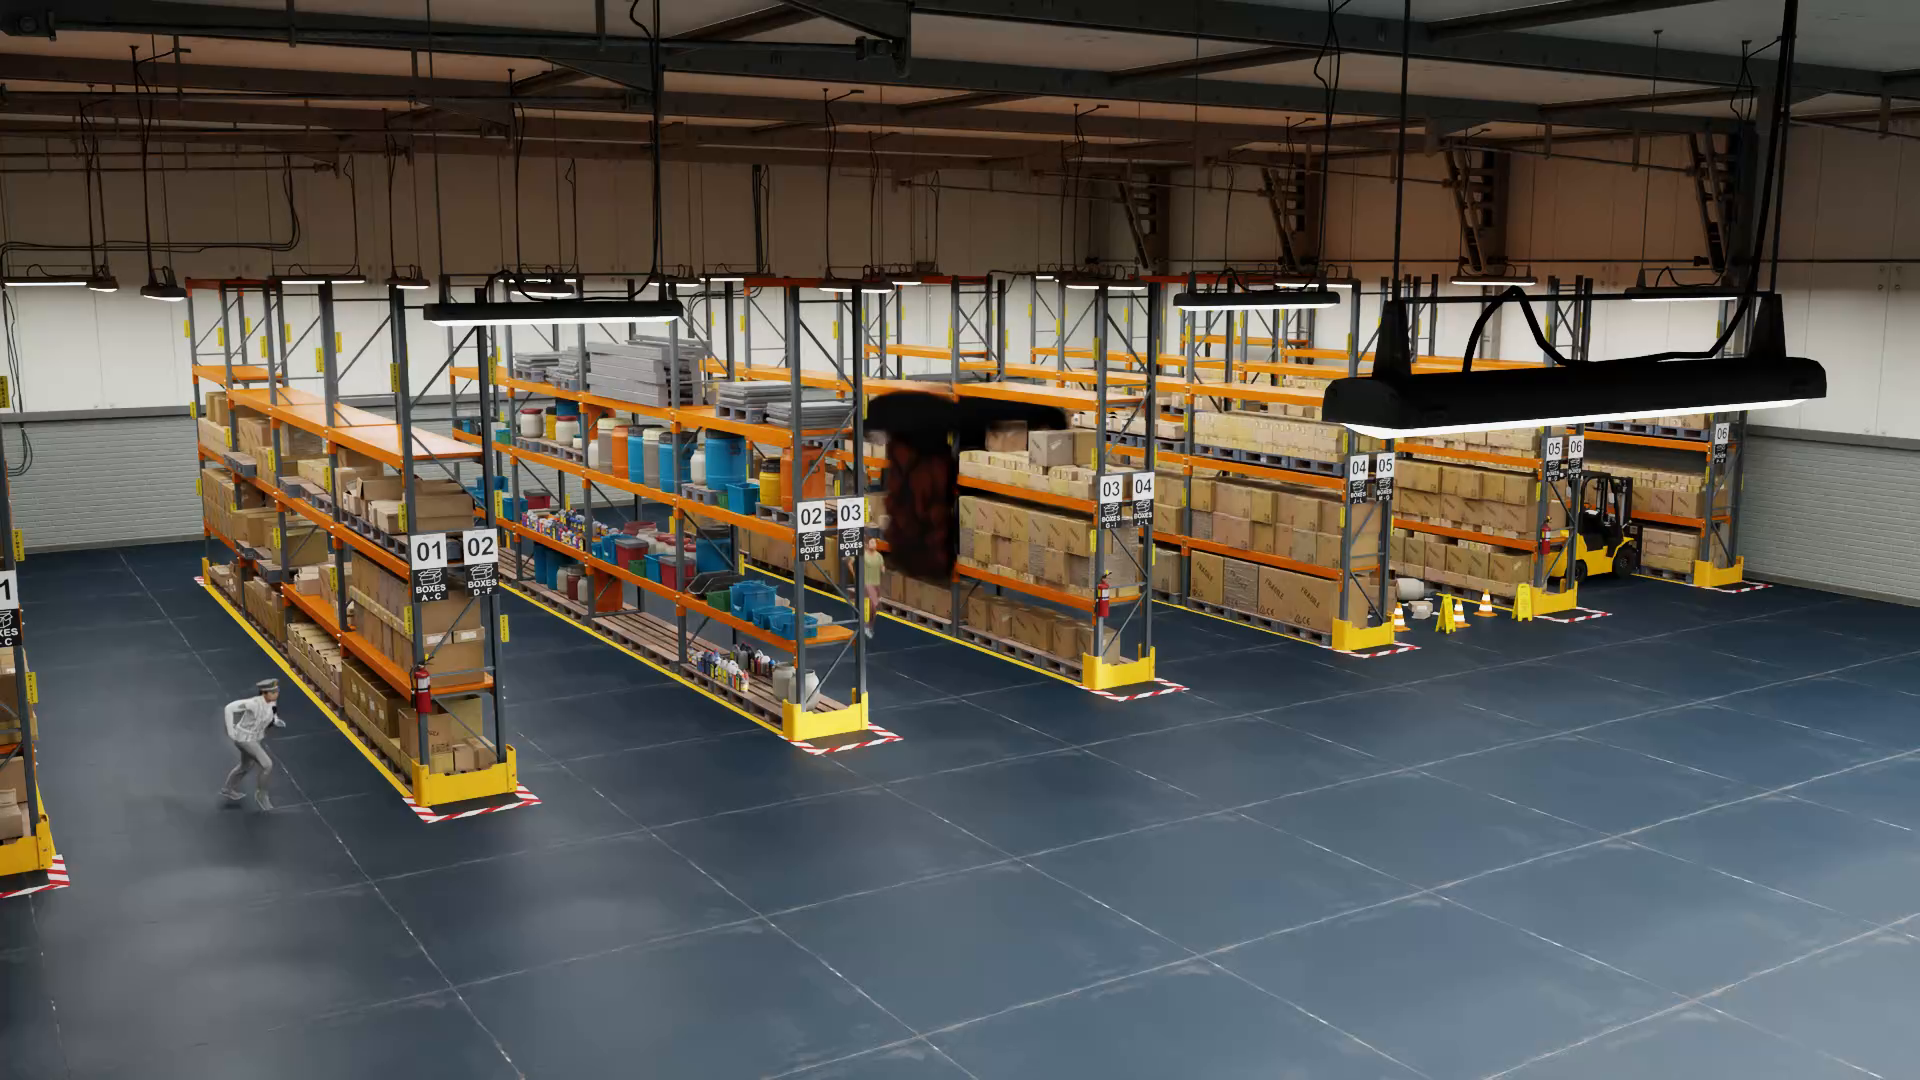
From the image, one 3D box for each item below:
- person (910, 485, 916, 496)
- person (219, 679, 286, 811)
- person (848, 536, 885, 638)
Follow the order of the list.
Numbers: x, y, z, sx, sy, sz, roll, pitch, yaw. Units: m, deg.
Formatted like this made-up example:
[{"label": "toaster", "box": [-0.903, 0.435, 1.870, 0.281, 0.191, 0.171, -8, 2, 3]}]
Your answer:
[{"label": "person", "box": [-1.207, -2.037, 44.902, 0.645, 1.696, 0.853, 4, 11, 25]}, {"label": "person", "box": [-8.268, 2.383, 19.307, 0.944, 1.601, 0.663, 3, 10, 17]}, {"label": "person", "box": [-1.483, 0.764, 27.477, 0.561, 1.688, 0.685, -8, 12, -39]}]
